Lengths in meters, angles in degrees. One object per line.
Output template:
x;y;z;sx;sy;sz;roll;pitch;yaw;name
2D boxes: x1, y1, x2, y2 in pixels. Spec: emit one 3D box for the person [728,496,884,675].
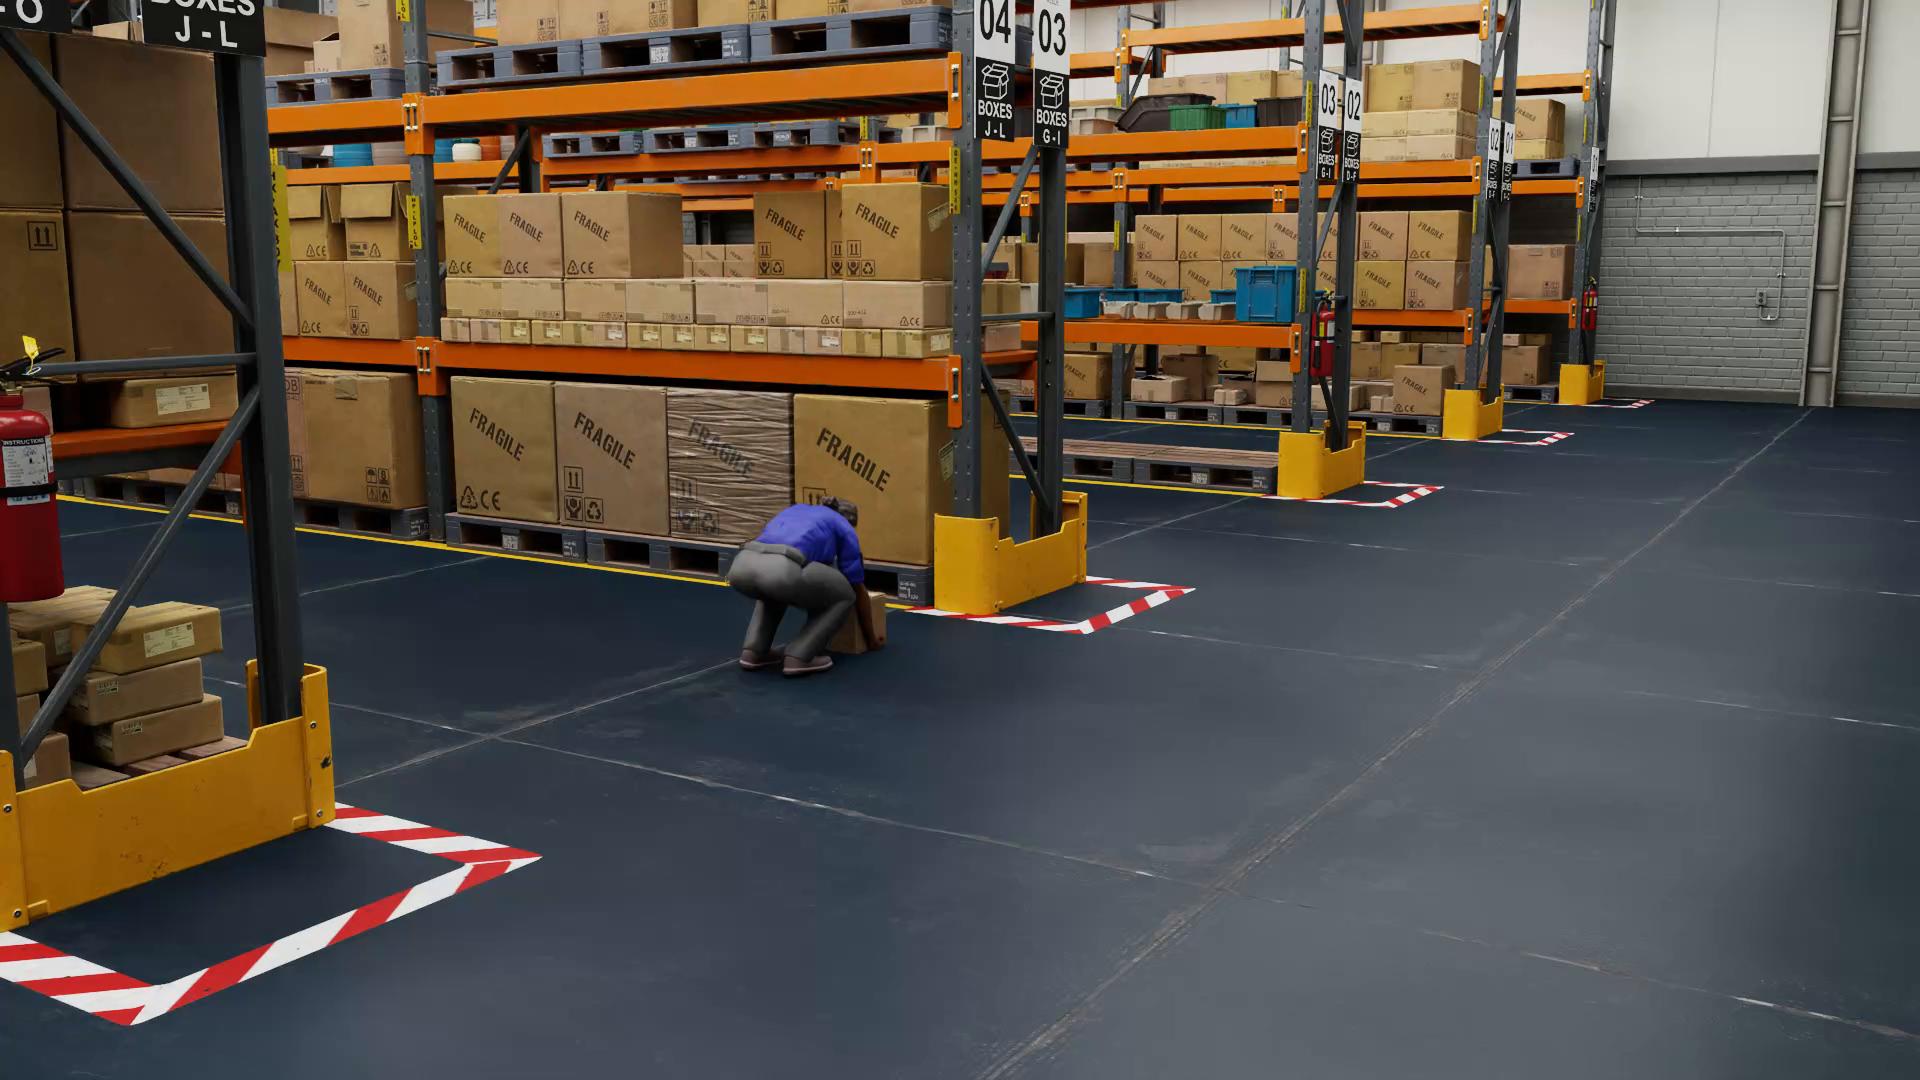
-0.703;0.202;7.546;0.459;0.745;0.858;5;11;30;person
